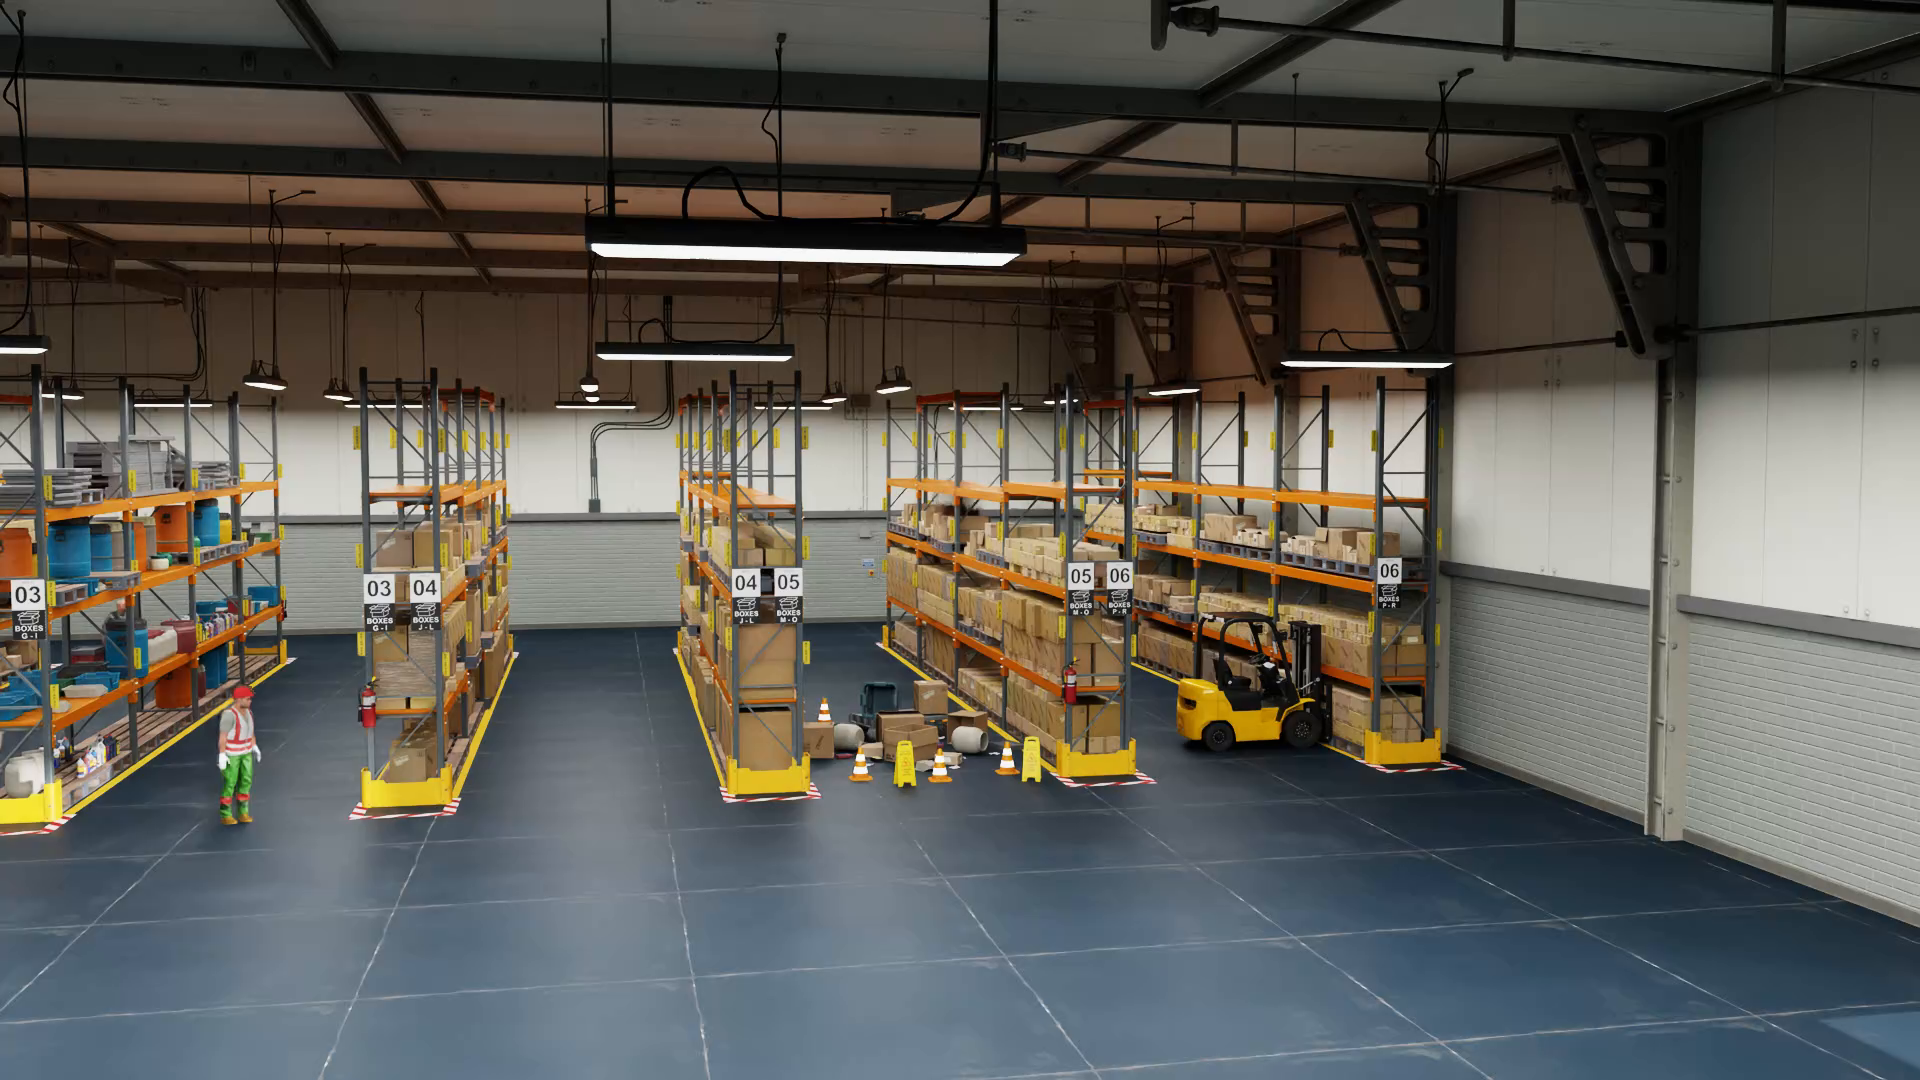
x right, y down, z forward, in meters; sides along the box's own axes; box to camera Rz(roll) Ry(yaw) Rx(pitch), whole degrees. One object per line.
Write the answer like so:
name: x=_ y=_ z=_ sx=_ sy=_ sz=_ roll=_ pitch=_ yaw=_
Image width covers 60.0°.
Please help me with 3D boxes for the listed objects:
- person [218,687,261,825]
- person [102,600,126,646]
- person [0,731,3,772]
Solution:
person: x=-9.454 y=2.814 z=21.783 sx=0.440 sy=1.791 sz=0.597 roll=1 pitch=4 yaw=18
person: x=-17.526 y=2.102 z=34.760 sx=0.741 sy=1.701 sz=0.992 roll=-1 pitch=3 yaw=-12
person: x=-14.671 y=2.700 z=25.080 sx=0.426 sy=1.810 sz=0.611 roll=1 pitch=4 yaw=18
